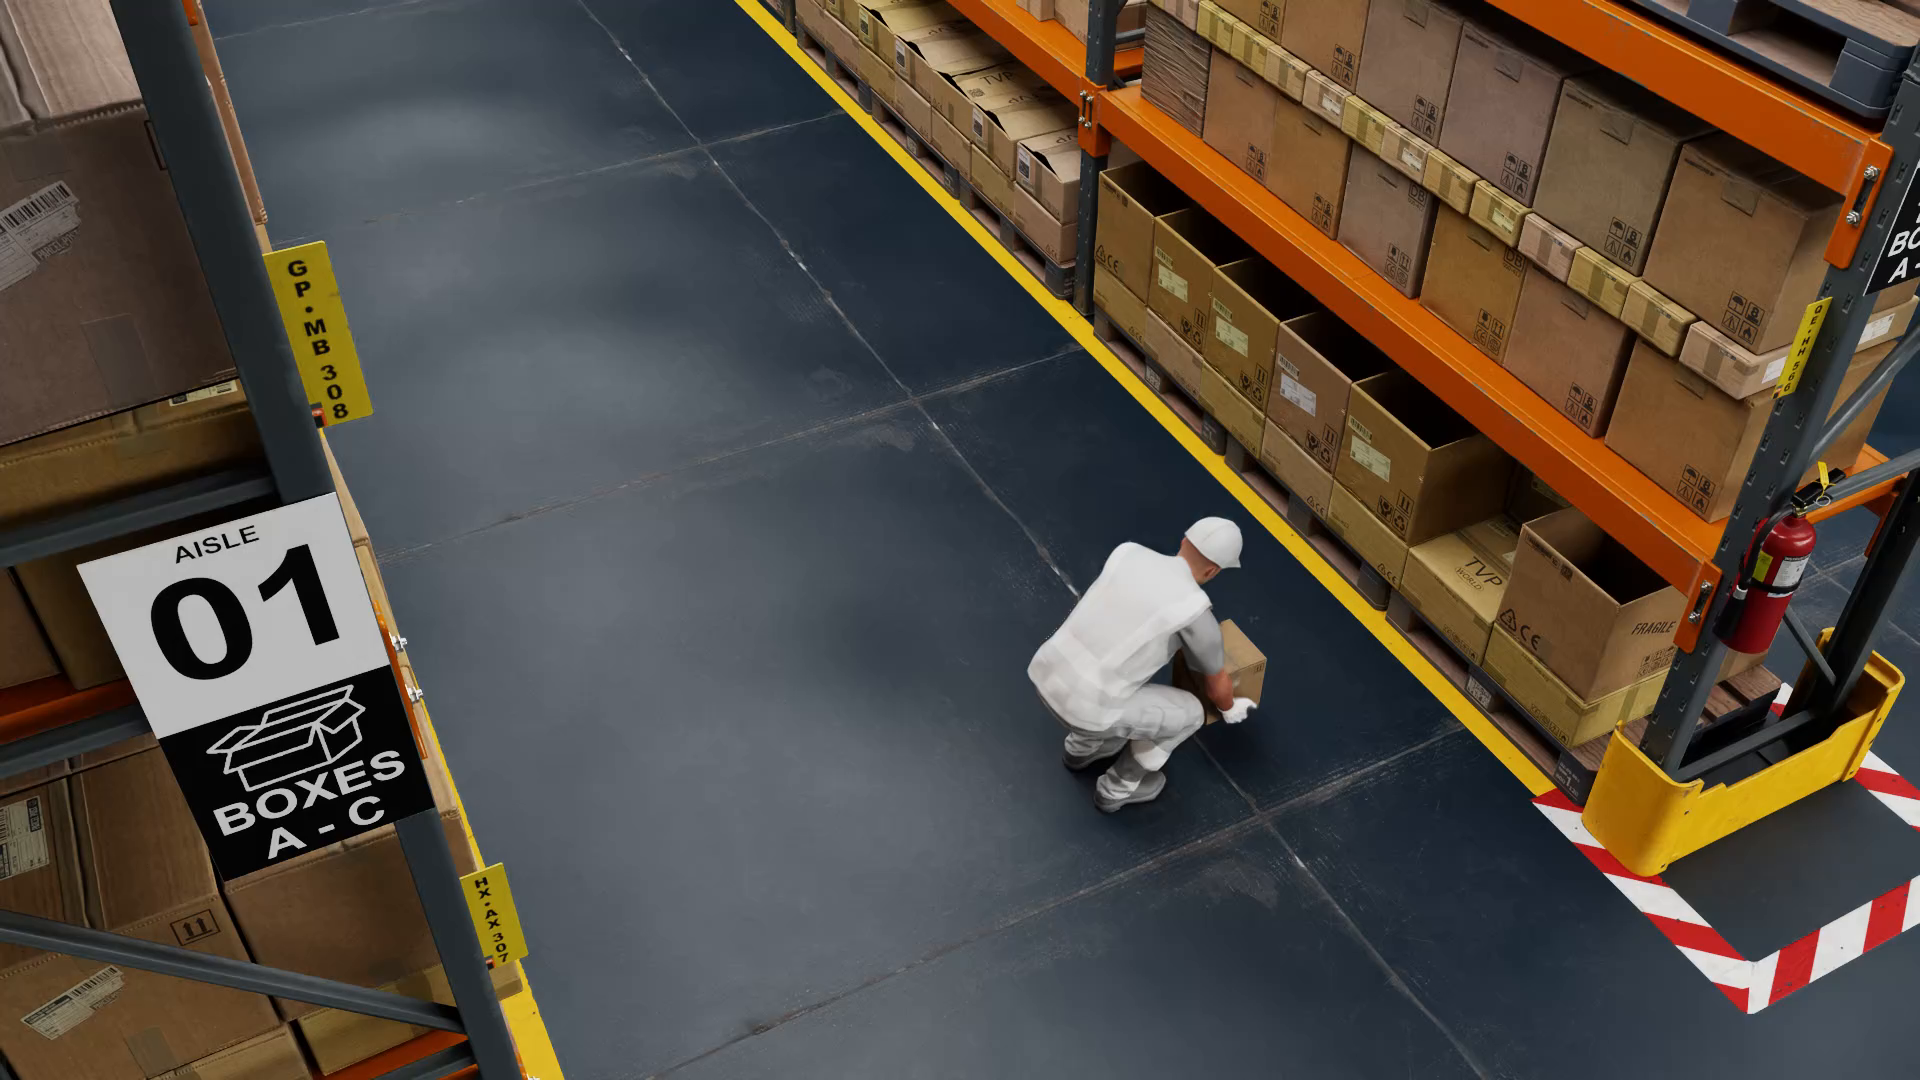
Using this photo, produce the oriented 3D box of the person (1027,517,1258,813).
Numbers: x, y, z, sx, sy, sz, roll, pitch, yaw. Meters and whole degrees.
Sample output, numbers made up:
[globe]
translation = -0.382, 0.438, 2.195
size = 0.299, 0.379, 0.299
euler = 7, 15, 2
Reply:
[person]
translation = 0.656, 0.449, 6.171
size = 0.860, 1.074, 0.578
euler = -19, 44, -21
